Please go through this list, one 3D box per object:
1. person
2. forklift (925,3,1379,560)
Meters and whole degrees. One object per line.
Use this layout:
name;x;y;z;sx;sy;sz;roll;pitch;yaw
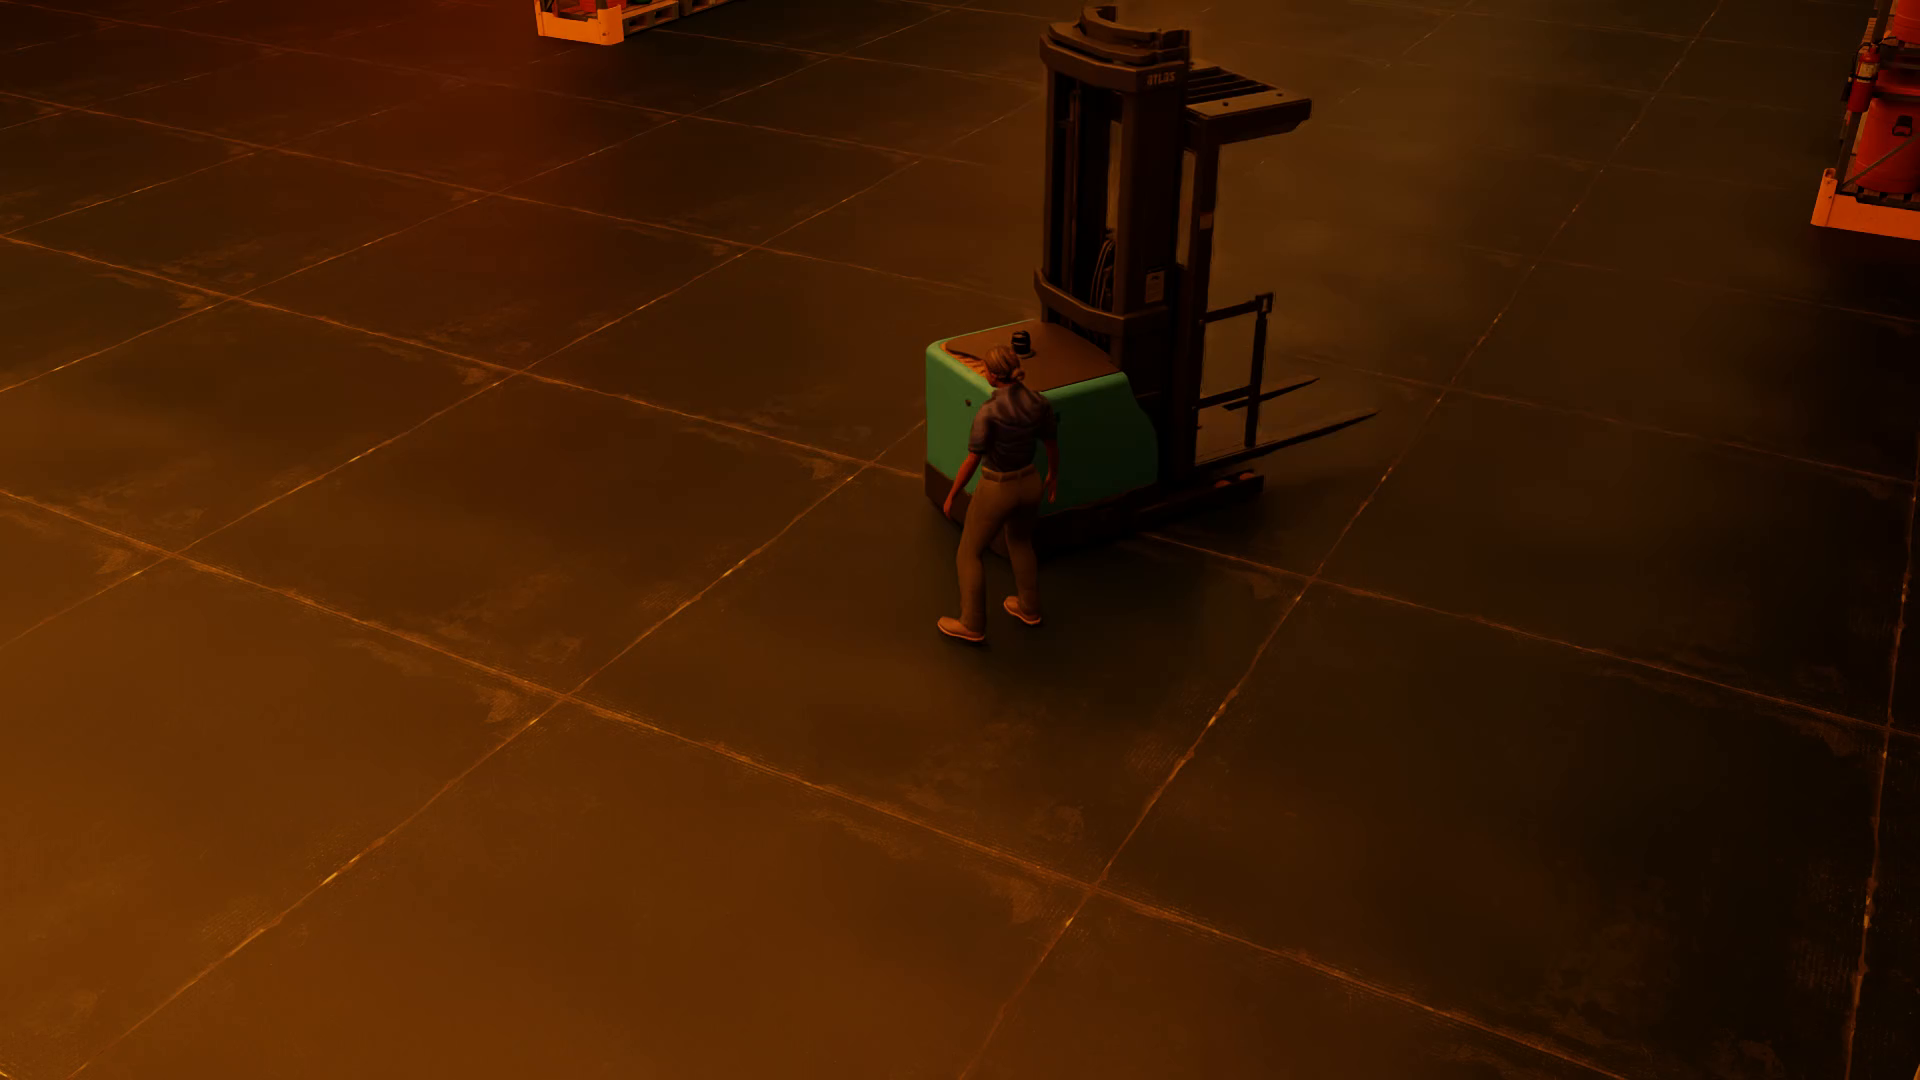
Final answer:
person;0.233;-0.258;8.822;0.700;1.633;0.322;-18;35;-29
forklift;1.311;-1.686;9.991;3.031;2.935;1.130;-17;34;-26
